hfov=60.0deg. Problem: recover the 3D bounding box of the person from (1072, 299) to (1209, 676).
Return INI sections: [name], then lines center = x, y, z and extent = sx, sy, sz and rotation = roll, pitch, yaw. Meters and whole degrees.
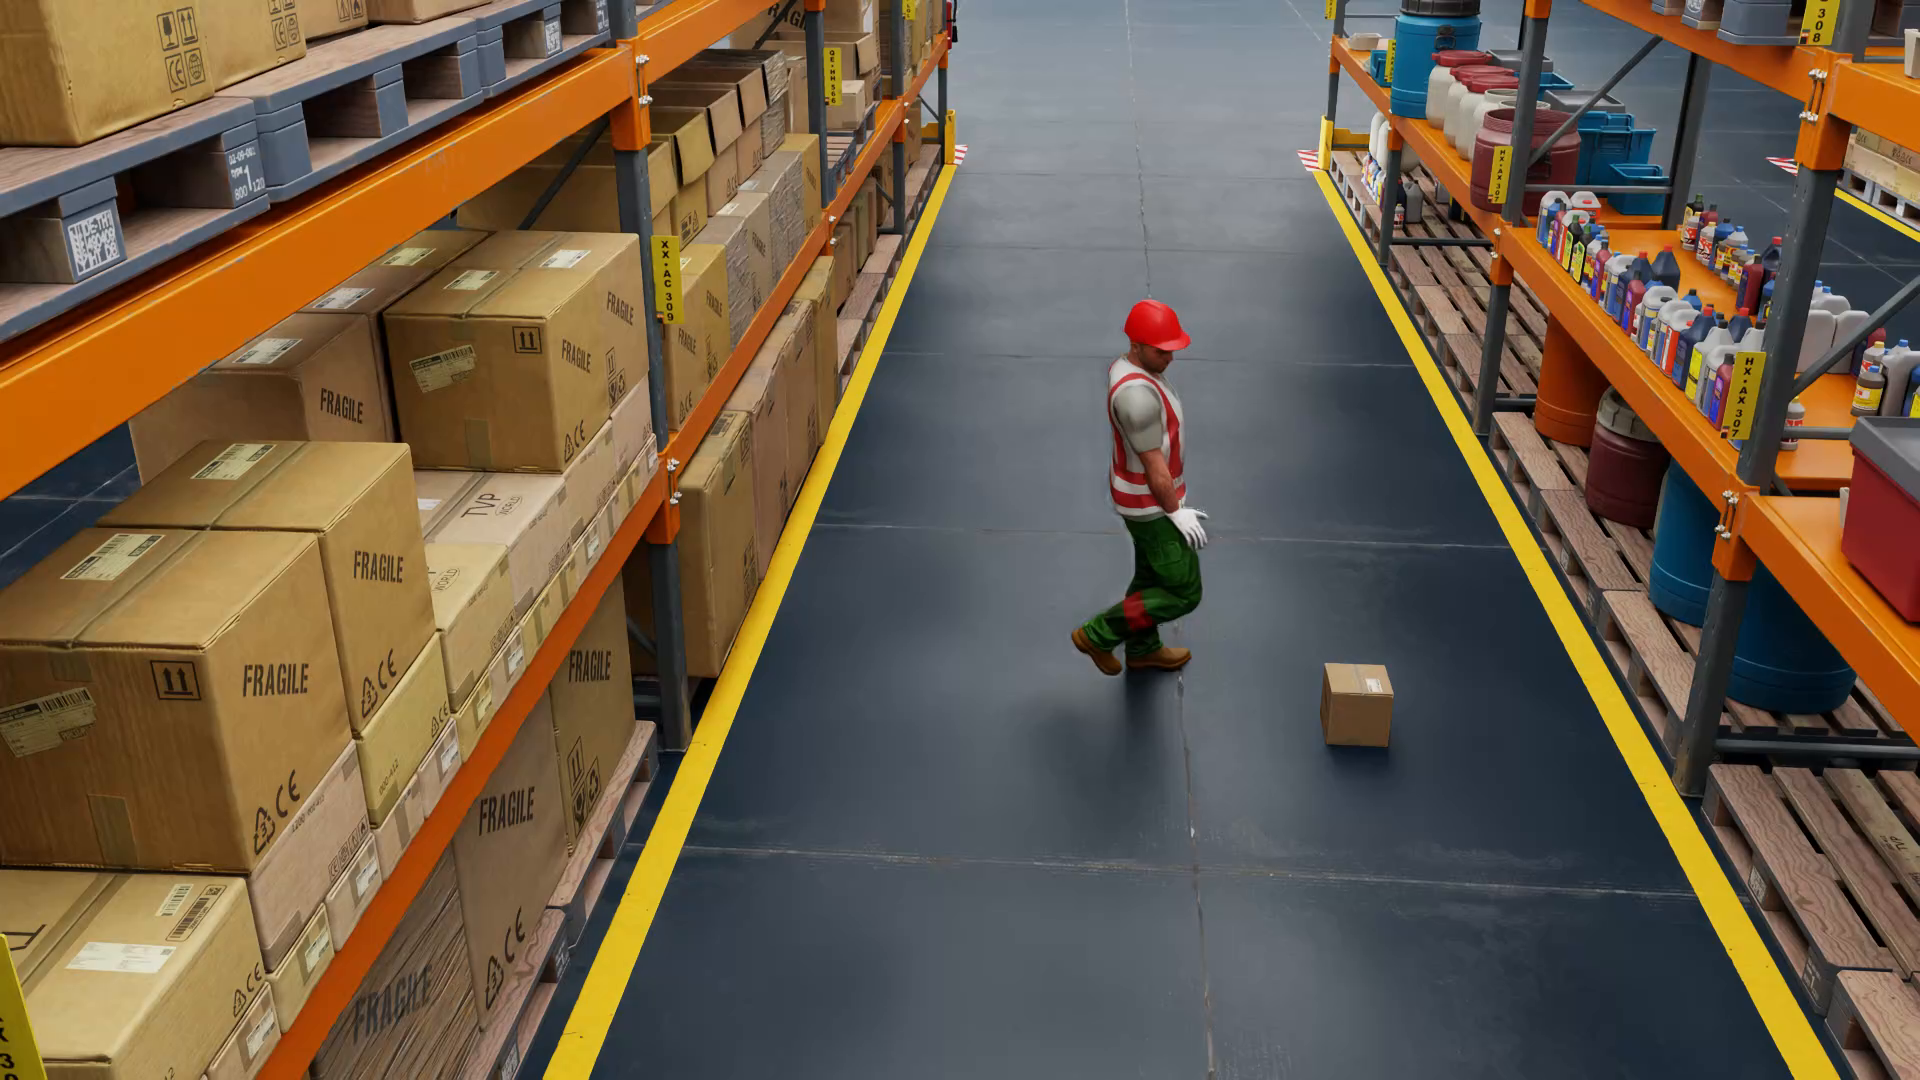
[person]
center = 0.757, -0.167, 6.930
extent = 0.558, 1.764, 0.577
rotation = 1, 24, 1
